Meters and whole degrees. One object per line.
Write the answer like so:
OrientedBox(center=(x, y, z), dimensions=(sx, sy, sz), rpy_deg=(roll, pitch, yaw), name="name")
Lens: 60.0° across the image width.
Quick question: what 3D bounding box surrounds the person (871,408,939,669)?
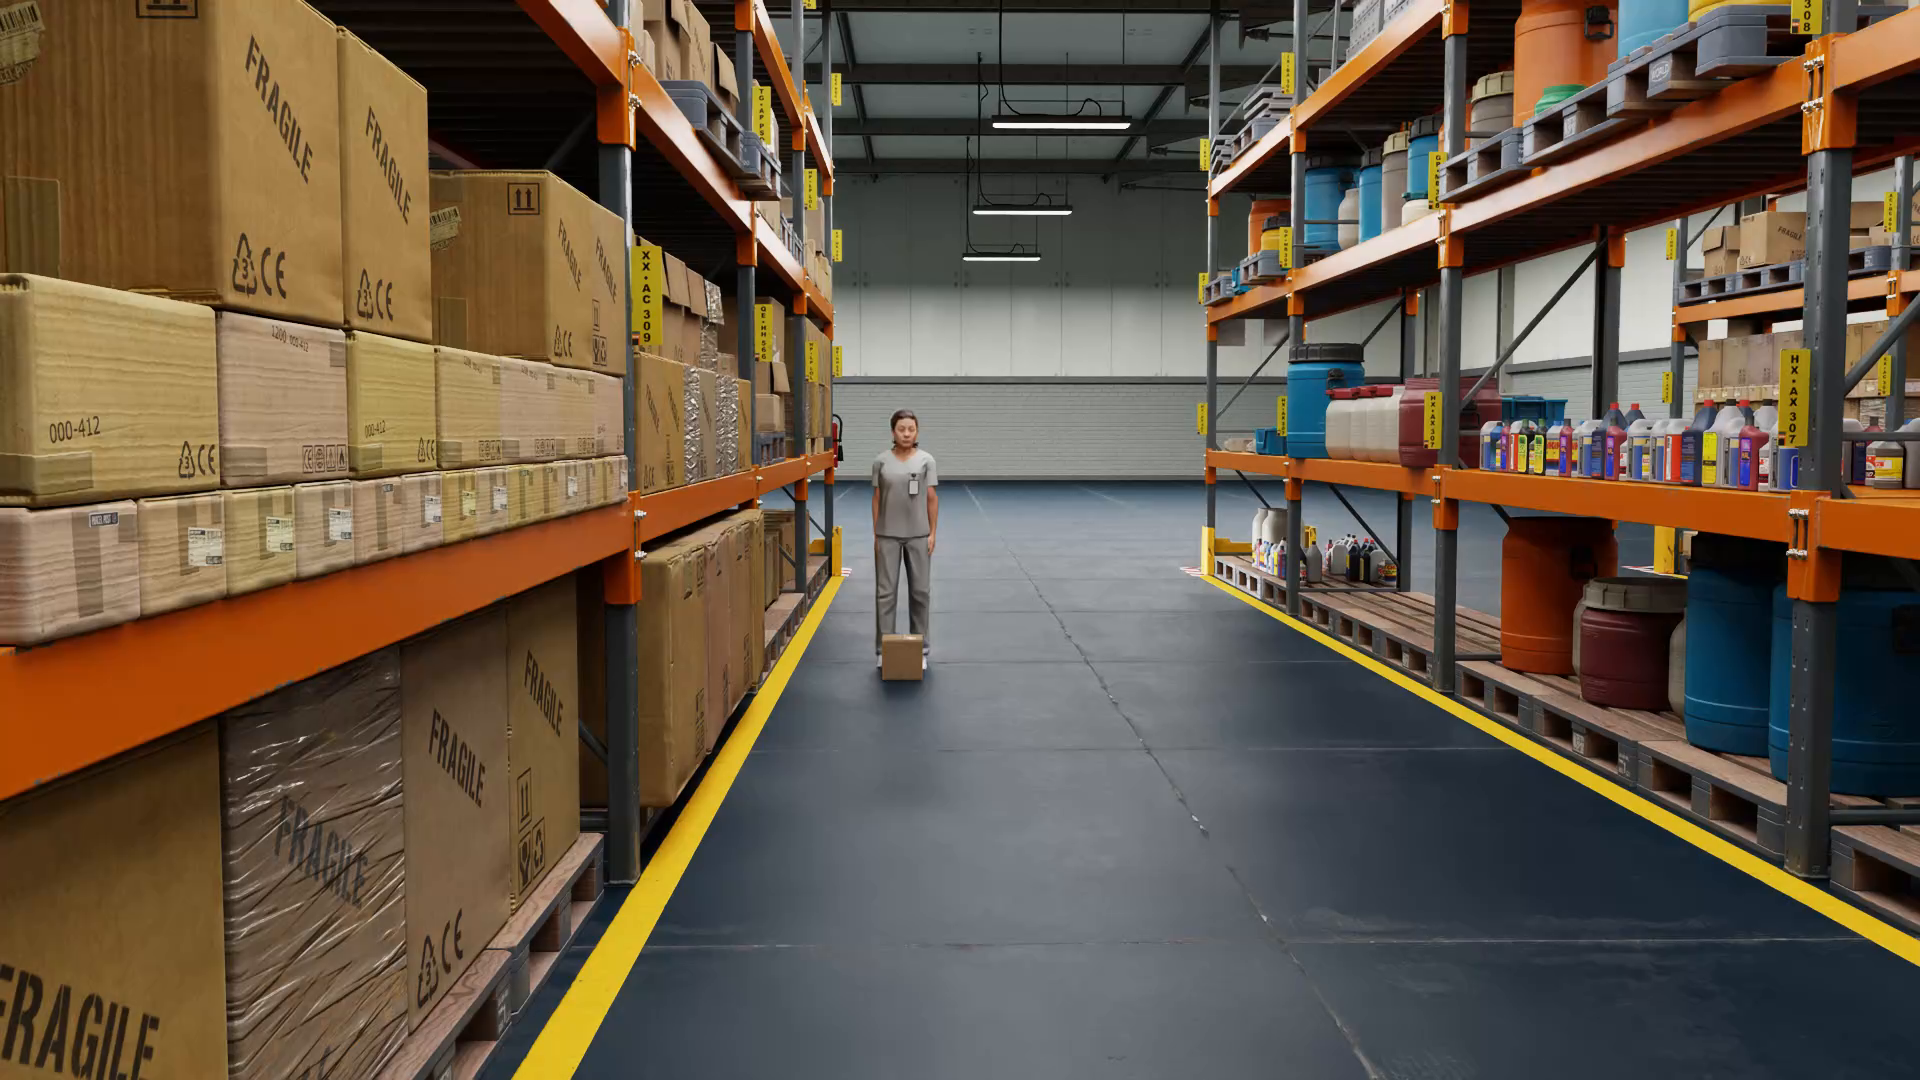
OrientedBox(center=(-0.356, -0.010, 10.725), dimensions=(0.438, 1.681, 0.362), rpy_deg=(0, 4, 0), name="person")
